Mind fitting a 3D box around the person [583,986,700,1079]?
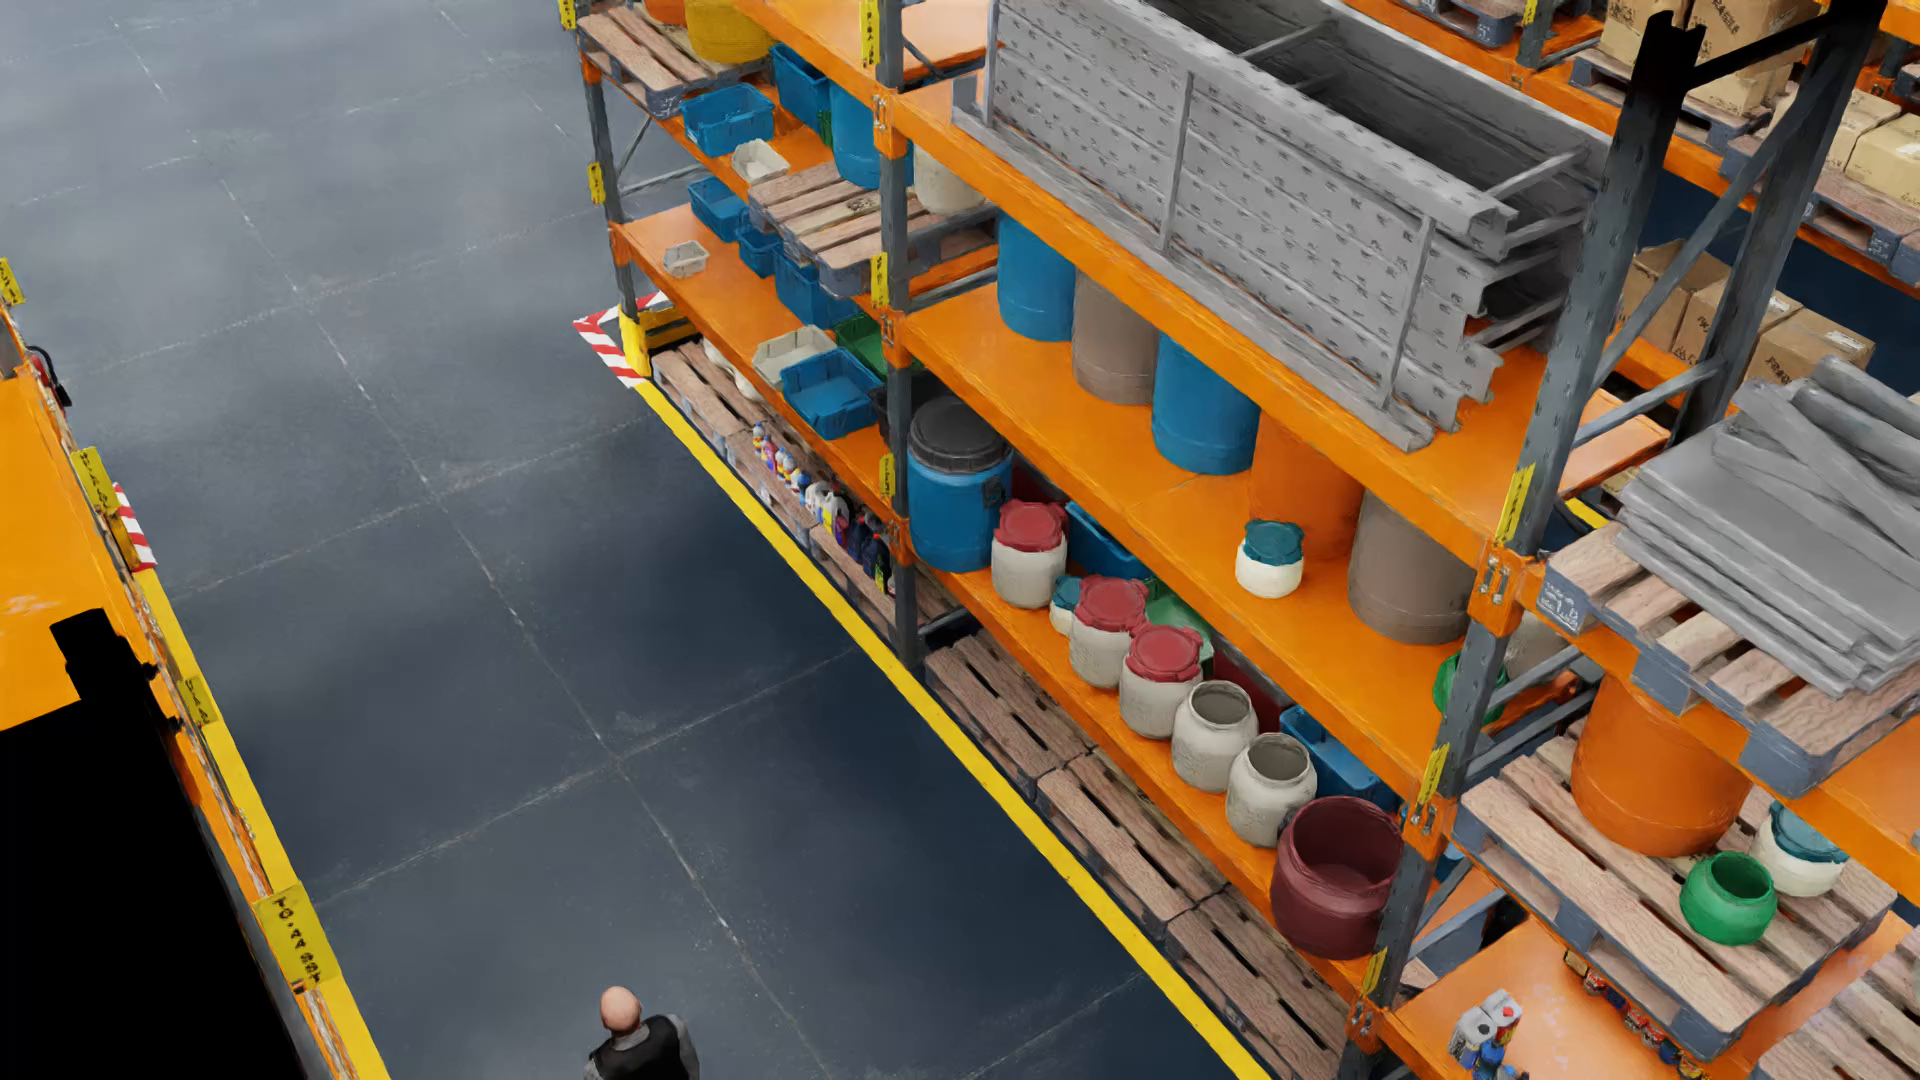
[{"bbox_3d":[-1.444,2.608,7.698,0.543,1.648,1.115,-23,47,-23],"label":"person"}]
